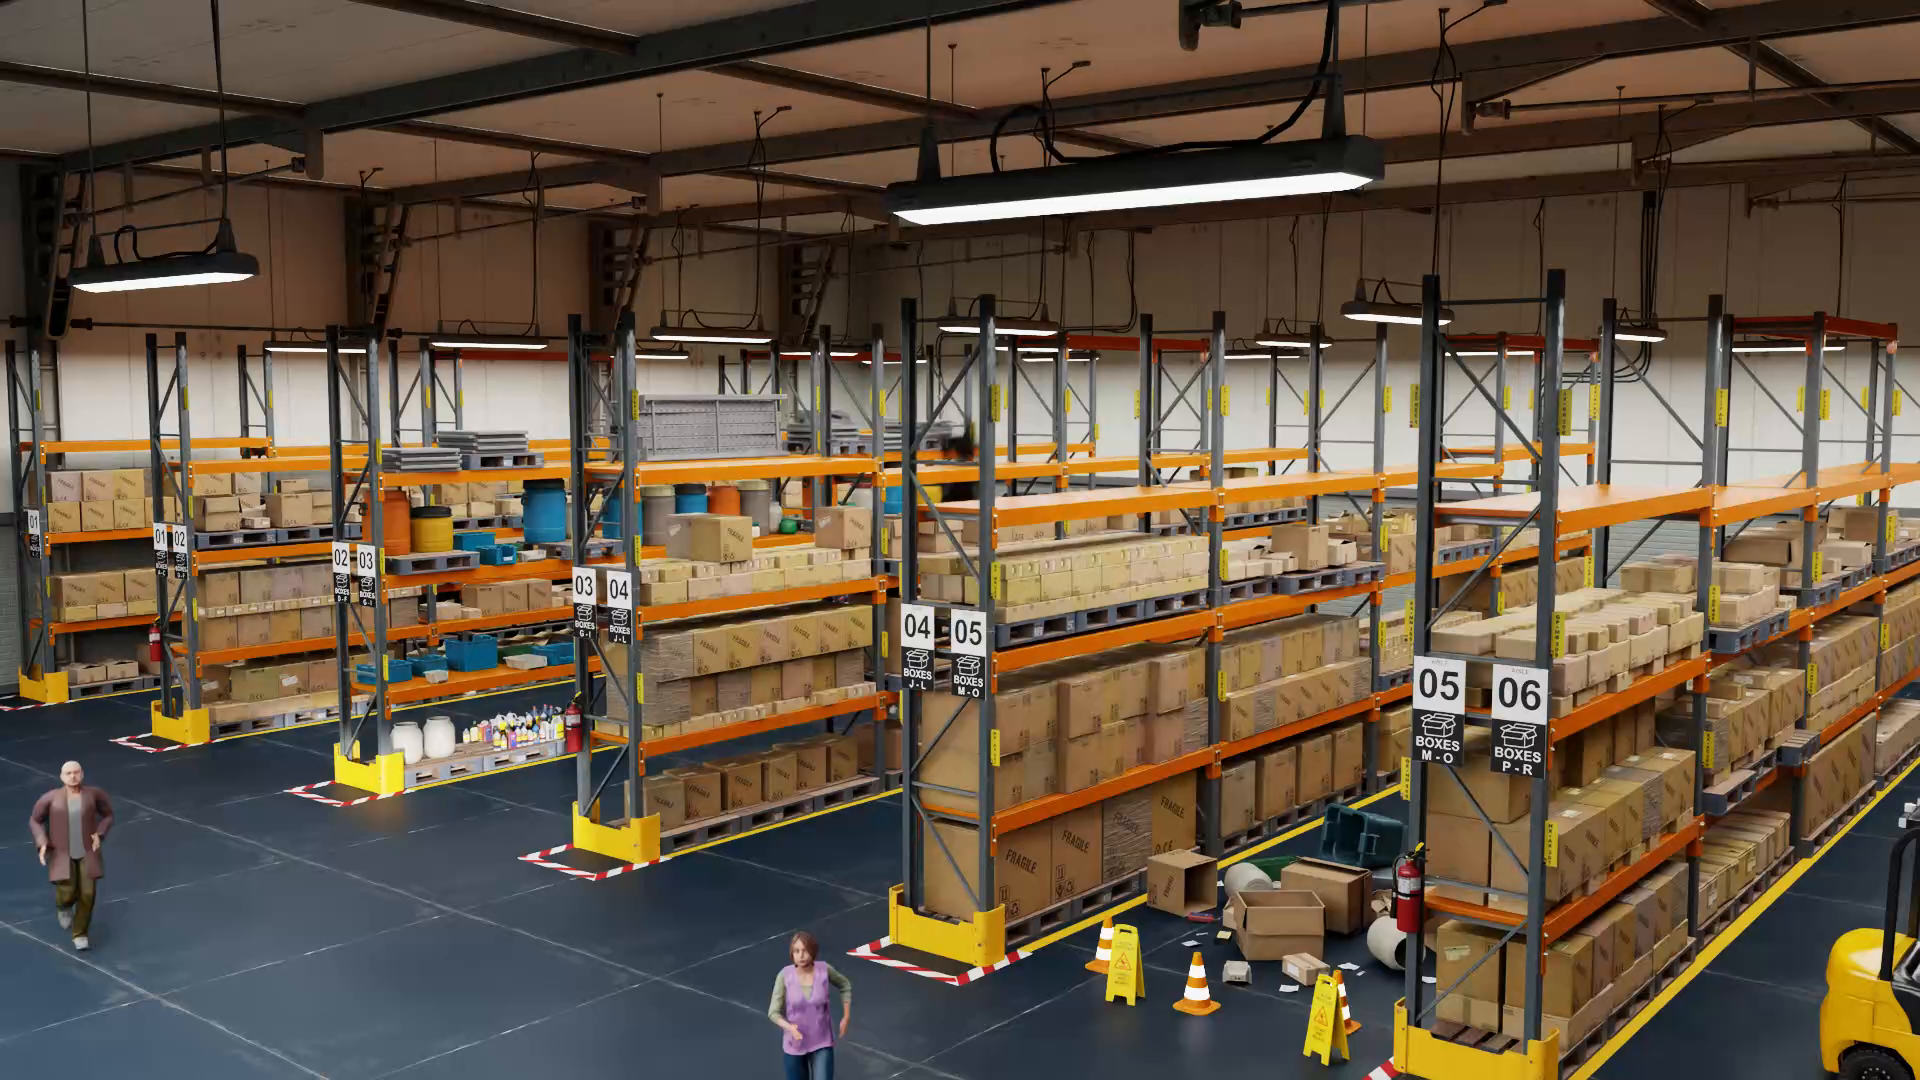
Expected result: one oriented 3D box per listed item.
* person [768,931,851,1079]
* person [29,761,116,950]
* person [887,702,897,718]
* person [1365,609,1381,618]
[{"bbox_3d":[-0.998,3.395,11.060,0.546,1.609,0.690,0,5,-3],"label":"person"},{"bbox_3d":[-8.238,2.916,15.480,0.709,1.733,0.638,-3,6,-33],"label":"person"},{"bbox_3d":[-1.102,2.049,25.624,0.569,1.637,0.801,2,6,25],"label":"person"},{"bbox_3d":[6.504,1.949,26.178,0.665,1.792,0.709,4,7,41],"label":"person"}]
